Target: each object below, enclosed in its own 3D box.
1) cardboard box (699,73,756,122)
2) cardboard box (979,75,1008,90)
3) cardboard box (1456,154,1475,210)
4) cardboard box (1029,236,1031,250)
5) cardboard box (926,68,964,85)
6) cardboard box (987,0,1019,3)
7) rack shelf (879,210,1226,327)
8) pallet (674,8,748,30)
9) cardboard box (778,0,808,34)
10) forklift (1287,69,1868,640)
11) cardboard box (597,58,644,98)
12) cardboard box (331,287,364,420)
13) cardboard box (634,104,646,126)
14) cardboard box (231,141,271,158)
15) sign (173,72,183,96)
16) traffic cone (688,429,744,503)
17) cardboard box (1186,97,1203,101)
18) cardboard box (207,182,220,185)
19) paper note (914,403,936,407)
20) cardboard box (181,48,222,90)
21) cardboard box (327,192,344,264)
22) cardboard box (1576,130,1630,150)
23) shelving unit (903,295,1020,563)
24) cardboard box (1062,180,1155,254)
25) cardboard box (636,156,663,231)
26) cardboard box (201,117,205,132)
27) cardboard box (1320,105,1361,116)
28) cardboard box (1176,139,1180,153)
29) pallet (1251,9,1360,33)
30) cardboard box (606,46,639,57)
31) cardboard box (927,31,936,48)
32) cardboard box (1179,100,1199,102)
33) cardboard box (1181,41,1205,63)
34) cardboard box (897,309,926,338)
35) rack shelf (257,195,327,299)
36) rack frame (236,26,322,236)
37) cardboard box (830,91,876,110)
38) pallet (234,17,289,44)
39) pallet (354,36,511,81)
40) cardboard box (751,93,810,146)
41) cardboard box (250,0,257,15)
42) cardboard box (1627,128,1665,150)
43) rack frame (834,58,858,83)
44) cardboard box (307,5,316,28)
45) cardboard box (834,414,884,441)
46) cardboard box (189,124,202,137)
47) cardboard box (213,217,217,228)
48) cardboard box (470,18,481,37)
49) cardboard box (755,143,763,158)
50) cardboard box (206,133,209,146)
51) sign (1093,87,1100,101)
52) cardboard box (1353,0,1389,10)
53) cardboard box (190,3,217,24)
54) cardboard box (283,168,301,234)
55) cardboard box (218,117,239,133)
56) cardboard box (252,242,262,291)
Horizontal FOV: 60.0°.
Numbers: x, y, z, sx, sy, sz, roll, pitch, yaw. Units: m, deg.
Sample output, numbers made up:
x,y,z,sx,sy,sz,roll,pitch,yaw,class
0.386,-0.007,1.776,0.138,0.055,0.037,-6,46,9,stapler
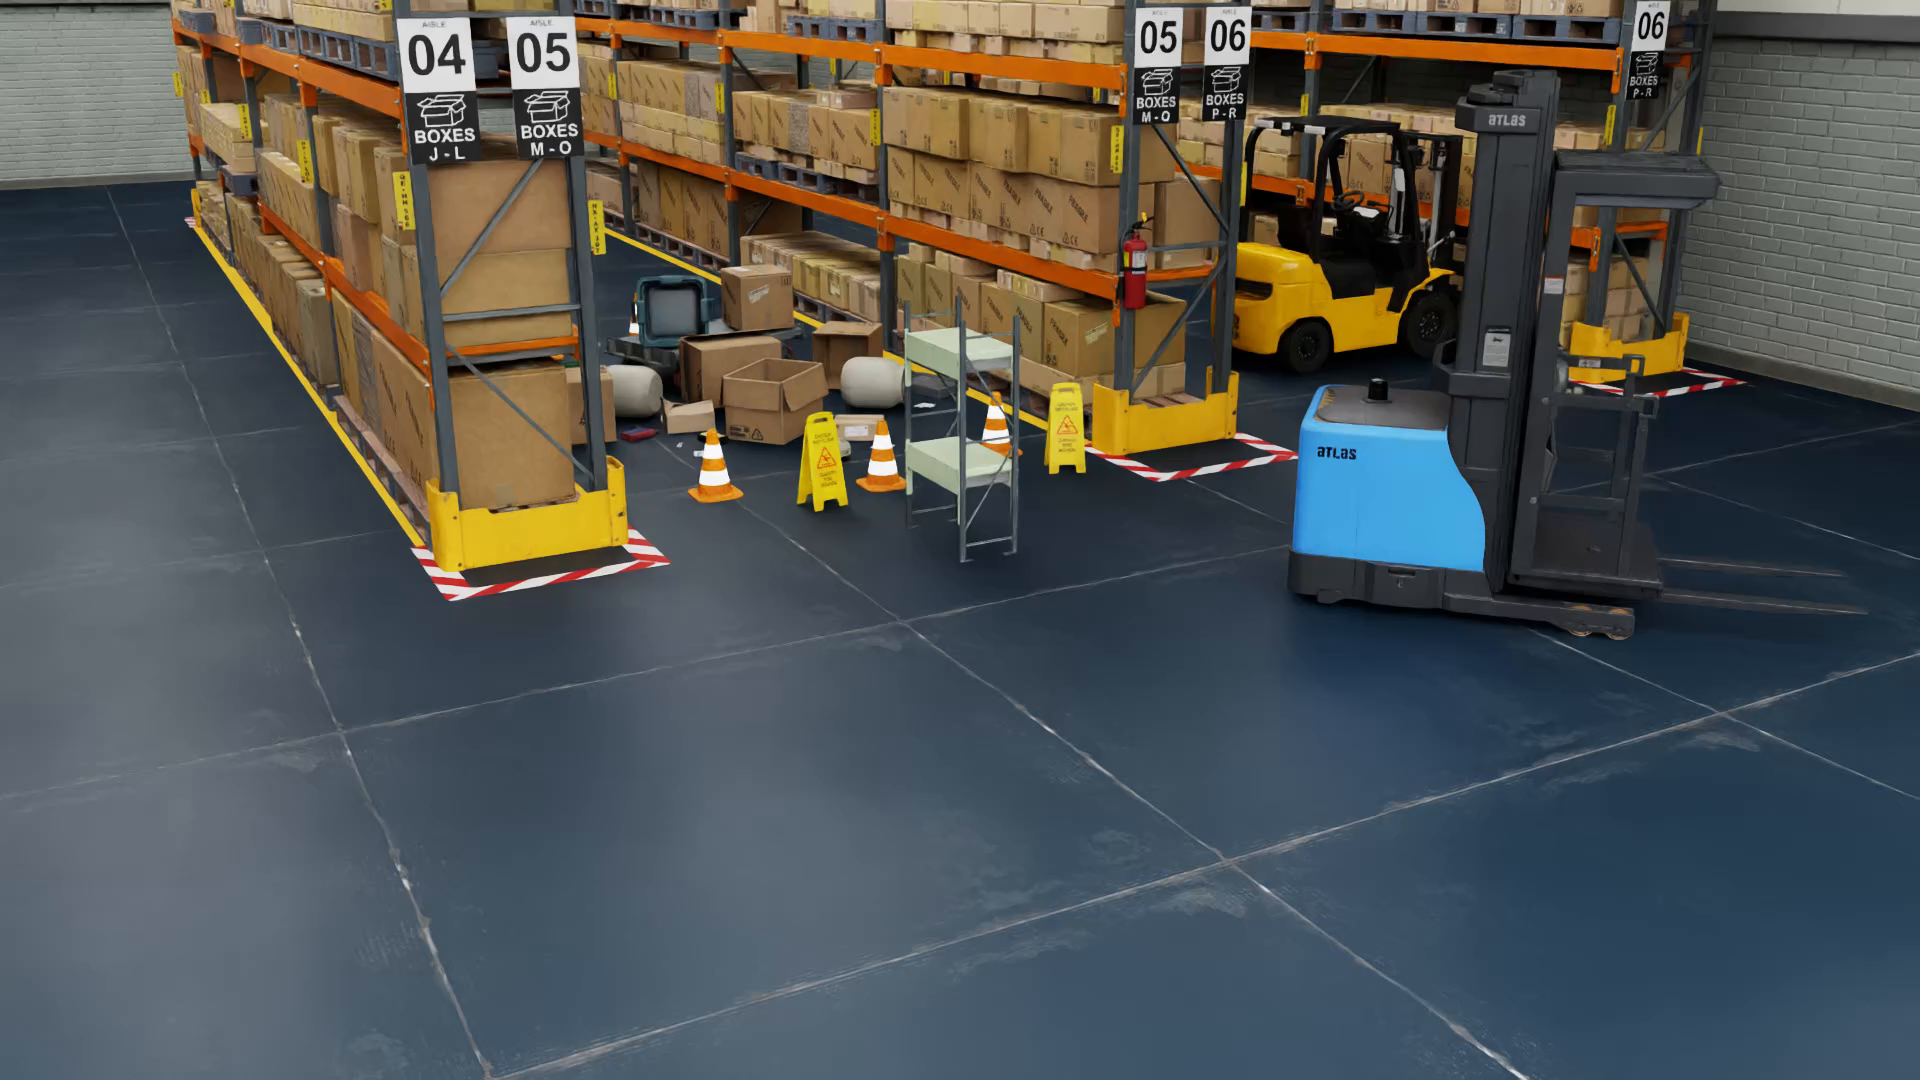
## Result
x,y,z,sx,sy,sz,roll,pitch,yaw,class
-2.661,-5.083,19.076,0.500,0.500,0.500,-11,22,-28,cardboard box
0.561,-6.296,23.483,0.700,0.500,0.500,-10,21,-26,cardboard box
5.034,-3.373,15.656,0.500,0.500,0.500,-10,22,-28,cardboard box
0.780,-2.411,13.404,0.380,0.149,0.250,-10,21,-26,cardboard box
-0.191,-7.266,25.713,0.500,0.500,0.500,-11,22,-28,cardboard box
0.436,-4.321,13.118,0.380,0.149,0.250,-9,21,-25,cardboard box
0.664,-2.392,14.068,1.077,0.370,4.000,-10,21,-27,rack shelf
-2.538,-5.960,18.996,1.213,0.211,1.003,-9,21,-24,pallet
-1.436,-5.488,17.180,0.797,0.503,0.637,-10,21,-27,cardboard box
3.466,-1.033,9.133,3.031,2.935,1.130,6,20,16,forklift
-4.552,-6.216,22.359,0.500,0.500,0.500,-10,21,-27,cardboard box
-4.357,-1.513,13.032,0.875,0.875,0.875,-10,21,-26,cardboard box
-3.851,-5.453,21.299,0.500,0.250,0.500,-10,21,-26,cardboard box
-7.129,-3.951,16.767,0.380,0.149,0.250,-9,21,-26,cardboard box
-10.770,-6.281,22.907,0.100,0.325,0.005,-10,21,-27,sign
-1.697,-0.536,11.474,0.336,0.463,0.334,-10,21,-27,traffic cone
2.984,-5.315,20.289,0.380,0.149,0.250,-10,22,-28,cardboard box
-10.106,-4.824,22.828,0.380,0.149,0.250,-10,21,-26,cardboard box
-0.292,-1.127,13.852,0.148,0.019,0.142,16,25,39,paper note
-9.840,-6.149,21.712,0.500,0.500,0.500,-11,22,-28,cardboard box
-4.408,-2.478,12.983,0.875,0.550,0.550,-10,21,-27,cardboard box
5.625,-3.493,14.551,0.380,0.149,0.250,-10,21,-27,cardboard box
0.003,-0.707,10.381,0.431,1.500,0.755,-10,21,-27,shelving unit
1.114,-2.459,12.550,0.500,0.500,0.500,-10,22,-28,cardboard box
-3.720,-4.631,22.069,0.875,0.875,0.875,-9,21,-25,cardboard box
-8.611,-4.843,19.354,0.380,0.149,0.250,-10,21,-26,cardboard box
3.971,-4.433,17.277,0.380,0.149,0.250,-10,21,-26,cardboard box
2.662,-4.697,19.873,0.500,0.250,0.500,-11,22,-28,cardboard box
3.651,-5.655,18.116,0.805,0.209,1.217,-11,22,-29,pallet
-4.541,-6.561,22.367,0.380,0.149,0.250,-9,21,-25,cardboard box
-0.063,-4.340,14.398,0.380,0.149,0.250,-10,21,-27,cardboard box
2.627,-5.155,19.823,0.380,0.149,0.250,-10,21,-26,cardboard box
1.742,-3.603,12.261,0.380,0.149,0.250,-10,21,-27,cardboard box
-0.243,-1.994,15.383,0.500,0.250,0.500,-11,22,-29,cardboard box
-5.544,-2.745,15.090,1.077,0.370,4.000,-10,21,-27,rack shelf
-6.493,-3.659,16.637,1.000,3.000,0.127,-10,21,-27,rack frame
-1.042,-4.293,16.226,0.380,0.149,0.250,-11,22,-28,cardboard box
-6.141,-4.811,15.666,1.213,0.211,1.003,-9,21,-24,pallet
-3.056,-2.950,10.119,1.003,0.211,1.213,-10,21,-27,pallet
-1.921,-4.528,17.901,0.500,0.500,0.500,-9,21,-24,cardboard box
-6.105,-4.866,14.969,0.500,0.250,0.500,-9,21,-25,cardboard box
6.009,-3.552,14.723,0.380,0.149,0.250,-10,22,-28,cardboard box
-1.617,-7.521,27.829,1.000,3.000,0.127,-10,21,-27,rack frame
-4.360,-3.681,11.689,0.380,0.149,0.250,-10,22,-28,cardboard box
-0.786,-0.874,12.935,0.380,0.149,0.250,1,19,2,cardboard box
-10.189,-5.541,22.475,0.380,0.149,0.250,-11,22,-28,cardboard box
-9.579,-4.164,21.828,0.380,0.149,0.250,-10,21,-27,cardboard box
-2.815,-3.200,10.297,0.380,0.149,0.250,-10,21,-26,cardboard box
-2.000,-4.240,18.063,0.380,0.149,0.250,-12,22,-30,cardboard box
-8.474,-4.624,19.174,0.380,0.149,0.250,-10,21,-26,cardboard box
1.708,-5.648,20.746,0.100,0.325,0.005,-10,21,-27,sign
4.261,-5.421,16.485,0.500,0.311,0.500,-9,21,-26,cardboard box
-8.864,-6.253,19.787,0.500,0.250,0.500,-9,21,-25,cardboard box
-5.557,-2.956,14.447,0.500,0.500,0.500,-10,21,-26,cardboard box
-7.611,-4.383,17.565,0.380,0.149,0.250,-10,21,-27,cardboard box
-7.279,-2.974,17.840,0.500,0.500,0.500,-9,21,-24,cardboard box
